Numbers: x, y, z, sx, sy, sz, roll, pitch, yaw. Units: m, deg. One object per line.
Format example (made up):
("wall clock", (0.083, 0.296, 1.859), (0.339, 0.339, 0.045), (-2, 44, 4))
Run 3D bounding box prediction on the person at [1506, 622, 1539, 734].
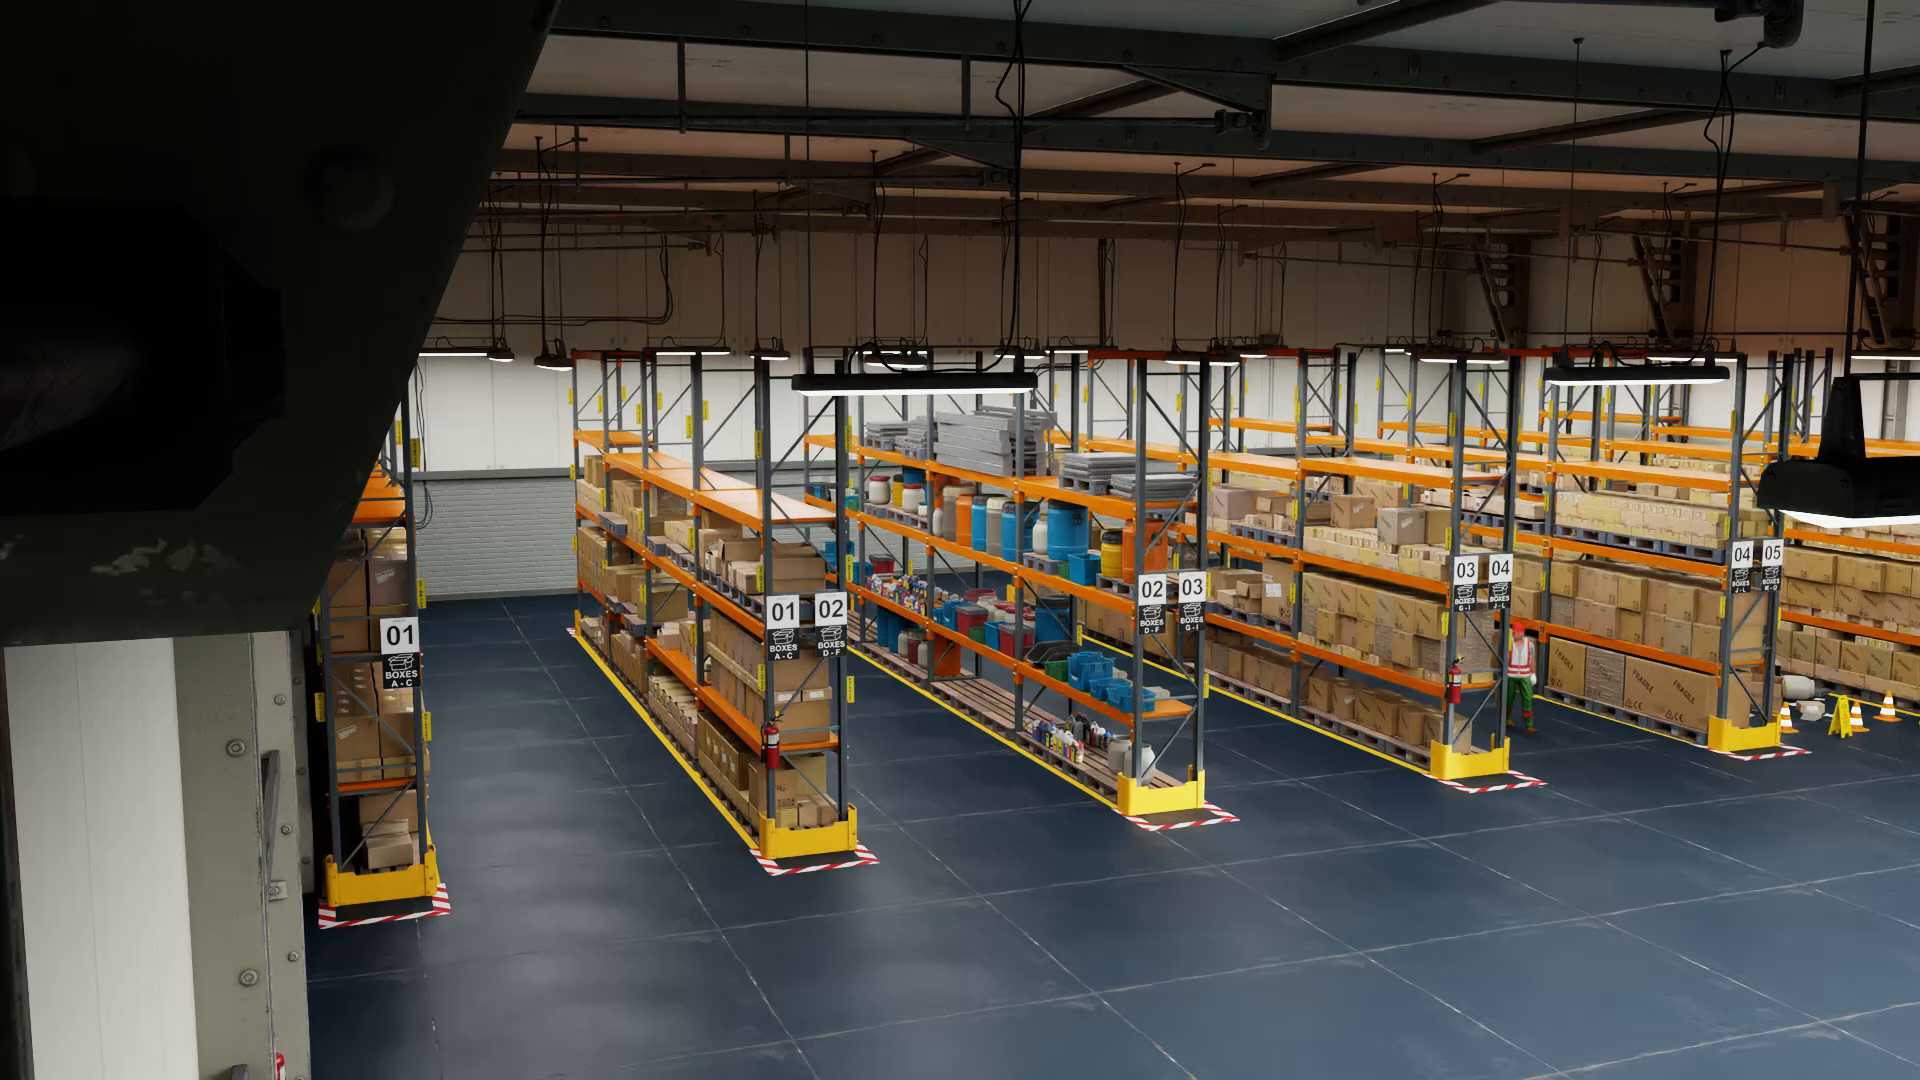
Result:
("person", (8.881, 2.181, 26.449), (0.620, 1.751, 0.913), (1, 7, 11))
